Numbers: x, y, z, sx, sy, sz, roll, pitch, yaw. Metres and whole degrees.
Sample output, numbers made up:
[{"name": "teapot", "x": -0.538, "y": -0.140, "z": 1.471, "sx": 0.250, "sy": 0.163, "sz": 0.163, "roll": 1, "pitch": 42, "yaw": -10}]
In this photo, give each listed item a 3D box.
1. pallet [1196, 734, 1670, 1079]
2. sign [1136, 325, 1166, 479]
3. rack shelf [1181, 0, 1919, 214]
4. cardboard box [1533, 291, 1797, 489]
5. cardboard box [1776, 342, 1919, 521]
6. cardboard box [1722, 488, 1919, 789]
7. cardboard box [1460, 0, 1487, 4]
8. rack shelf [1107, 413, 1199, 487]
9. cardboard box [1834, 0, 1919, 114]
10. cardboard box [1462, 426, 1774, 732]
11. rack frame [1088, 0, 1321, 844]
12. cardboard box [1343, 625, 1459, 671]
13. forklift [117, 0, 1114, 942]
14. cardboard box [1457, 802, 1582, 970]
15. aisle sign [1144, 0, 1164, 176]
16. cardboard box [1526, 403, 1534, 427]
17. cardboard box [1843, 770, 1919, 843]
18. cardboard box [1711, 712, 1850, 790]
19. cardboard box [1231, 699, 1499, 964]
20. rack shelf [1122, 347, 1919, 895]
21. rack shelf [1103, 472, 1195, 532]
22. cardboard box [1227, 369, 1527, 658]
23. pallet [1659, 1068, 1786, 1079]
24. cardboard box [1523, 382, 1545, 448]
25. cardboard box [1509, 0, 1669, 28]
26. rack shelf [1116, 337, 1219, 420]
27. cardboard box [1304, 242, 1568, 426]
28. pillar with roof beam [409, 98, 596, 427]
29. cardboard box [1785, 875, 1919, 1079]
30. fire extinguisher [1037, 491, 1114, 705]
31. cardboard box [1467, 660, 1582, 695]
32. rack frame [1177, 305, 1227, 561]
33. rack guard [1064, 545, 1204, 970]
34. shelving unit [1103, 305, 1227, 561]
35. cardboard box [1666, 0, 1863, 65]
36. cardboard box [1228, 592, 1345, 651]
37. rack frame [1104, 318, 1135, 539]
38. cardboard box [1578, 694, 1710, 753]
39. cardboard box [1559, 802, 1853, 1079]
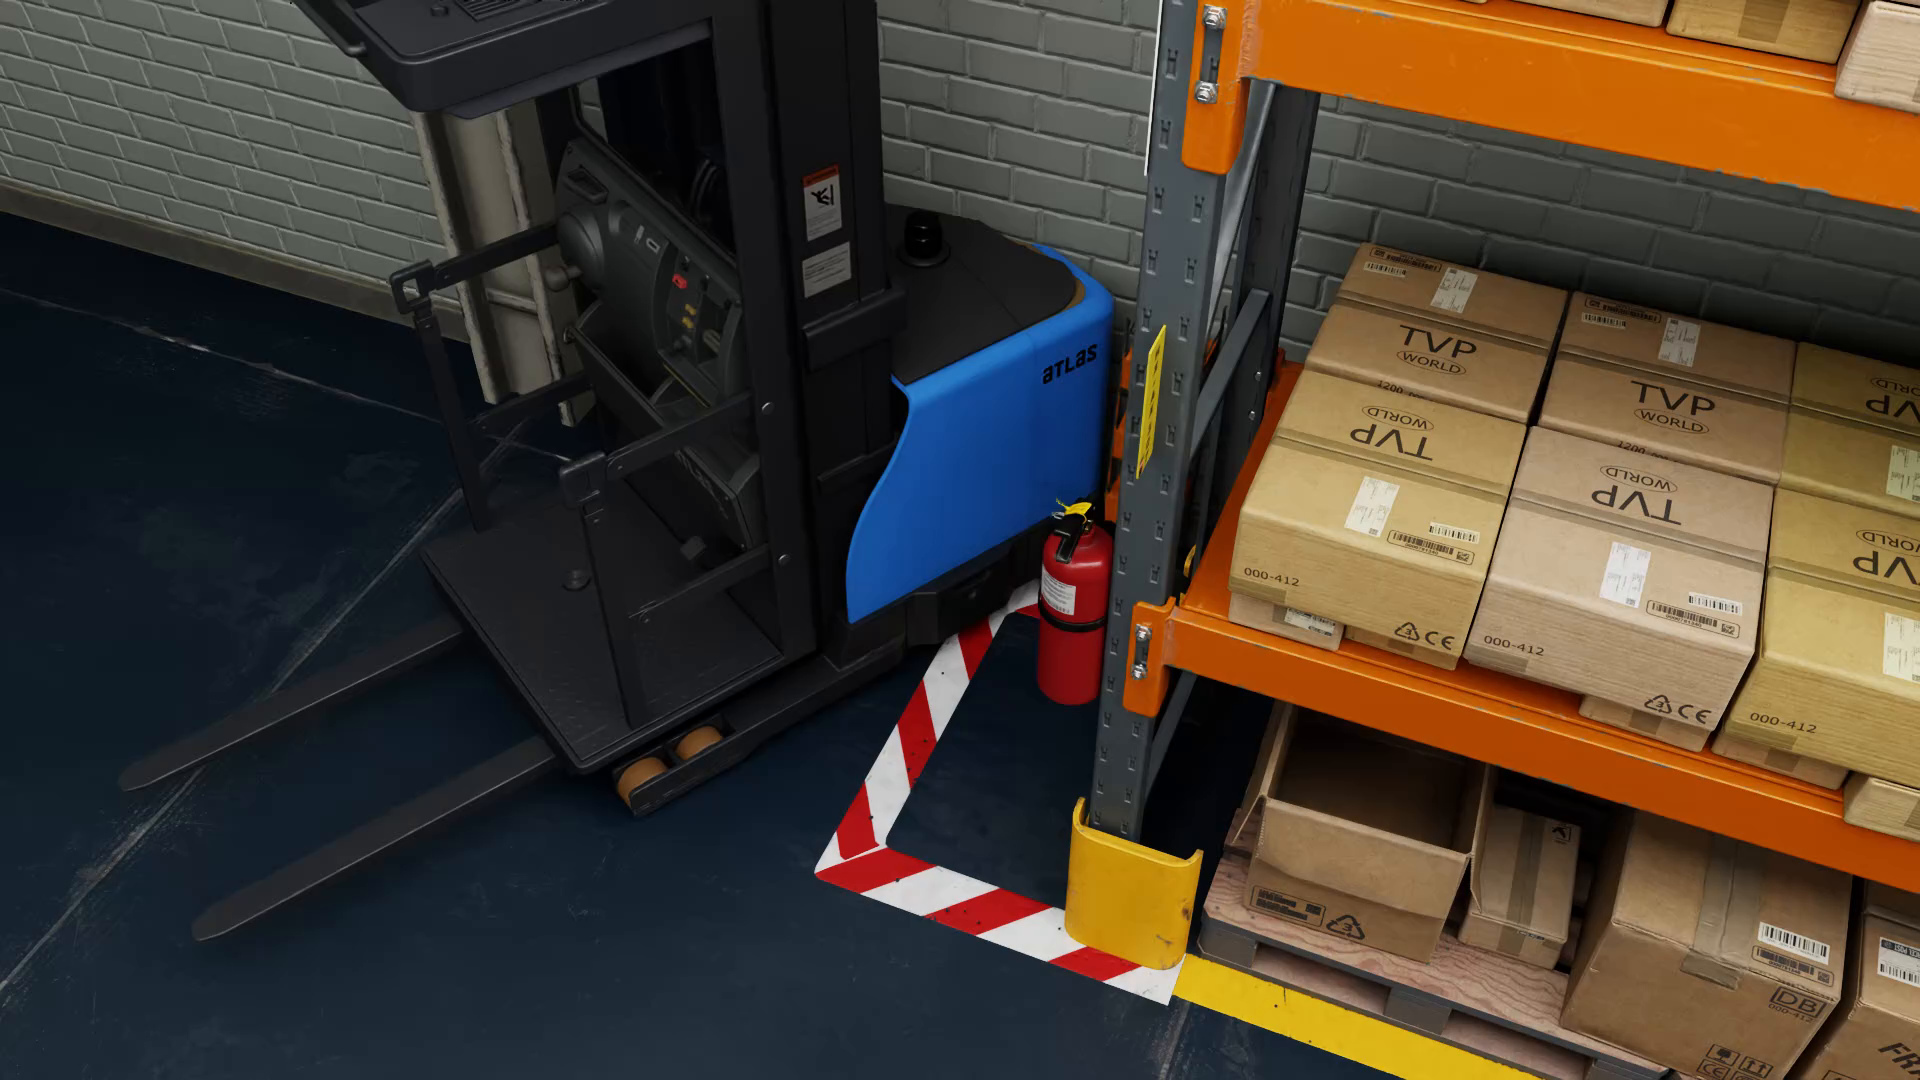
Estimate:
[{"name": "pallet", "x": 1.392, "y": 0.909, "z": 4.687, "sx": 1.213, "sy": 0.211, "sz": 1.003, "roll": 16, "pitch": 47, "yaw": 16}, {"name": "sign", "x": 0.377, "y": -0.269, "z": 3.280, "sx": 0.005, "sy": 0.325, "sz": 0.100, "roll": 16, "pitch": 47, "yaw": 16}, {"name": "rack shelf", "x": 2.432, "y": -0.581, "z": 2.591, "sx": 4.000, "sy": 0.370, "sz": 1.077, "roll": 16, "pitch": 47, "yaw": 16}, {"name": "cardboard box", "x": 1.588, "y": -0.275, "z": 3.795, "sx": 0.500, "sy": 0.250, "sz": 0.500, "roll": 17, "pitch": 47, "yaw": 16}, {"name": "cardboard box", "x": 2.043, "y": -0.137, "z": 3.657, "sx": 0.500, "sy": 0.250, "sz": 0.500, "roll": 18, "pitch": 48, "yaw": 17}, {"name": "cardboard box", "x": 1.835, "y": 0.203, "z": 3.315, "sx": 0.500, "sy": 0.250, "sz": 0.500, "roll": 16, "pitch": 47, "yaw": 15}, {"name": "cardboard box", "x": 0.791, "y": -1.052, "z": 2.732, "sx": 0.250, "sy": 0.149, "sz": 0.380, "roll": 17, "pitch": 47, "yaw": 17}, {"name": "rack shelf", "x": 0.629, "y": -0.294, "z": 5.310, "sx": 0.240, "sy": 0.259, "sz": 0.215, "roll": 18, "pitch": 47, "yaw": 15}, {"name": "cardboard box", "x": 1.463, "y": -0.782, "z": 2.461, "sx": 0.250, "sy": 0.149, "sz": 0.380, "roll": 17, "pitch": 47, "yaw": 17}, {"name": "cardboard box", "x": 1.366, "y": 0.067, "z": 3.451, "sx": 0.500, "sy": 0.250, "sz": 0.500, "roll": 17, "pitch": 47, "yaw": 16}, {"name": "rack frame", "x": 0.586, "y": -0.316, "z": 3.941, "sx": 0.127, "sy": 3.000, "sz": 1.000, "roll": 16, "pitch": 47, "yaw": 16}, {"name": "cardboard box", "x": 1.036, "y": 0.080, "z": 3.721, "sx": 0.250, "sy": 0.149, "sz": 0.380, "roll": 17, "pitch": 47, "yaw": 17}, {"name": "forklift", "x": -1.002, "y": -0.656, "z": 4.332, "sx": 3.031, "sy": 2.935, "sz": 1.130, "roll": -28, "pitch": 51, "yaw": -25}, {"name": "cardboard box", "x": 1.491, "y": 0.915, "z": 4.428, "sx": 0.250, "sy": 0.149, "sz": 0.380, "roll": 15, "pitch": 47, "yaw": 14}, {"name": "aisle sign", "x": 0.410, "y": -1.065, "z": 2.850, "sx": 0.004, "sy": 0.787, "sz": 0.394, "roll": 16, "pitch": 47, "yaw": 16}, {"name": "cardboard box", "x": 1.206, "y": -0.202, "z": 4.005, "sx": 0.250, "sy": 0.149, "sz": 0.380, "roll": 18, "pitch": 48, "yaw": 17}, {"name": "cardboard box", "x": 1.954, "y": 0.423, "z": 3.376, "sx": 0.250, "sy": 0.149, "sz": 0.380, "roll": 15, "pitch": 47, "yaw": 15}, {"name": "cardboard box", "x": 1.749, "y": 0.306, "z": 3.494, "sx": 0.250, "sy": 0.149, "sz": 0.380, "roll": 17, "pitch": 47, "yaw": 16}, {"name": "cardboard box", "x": 1.114, "y": 0.648, "z": 4.444, "sx": 0.637, "sy": 0.503, "sz": 0.797, "roll": 15, "pitch": 47, "yaw": 14}, {"name": "rack shelf", "x": 2.432, "y": 0.482, "z": 3.649, "sx": 4.000, "sy": 0.370, "sz": 1.077, "roll": 16, "pitch": 47, "yaw": 16}, {"name": "rack shelf", "x": 0.621, "y": -0.097, "z": 5.506, "sx": 0.240, "sy": 0.259, "sz": 0.215, "roll": 18, "pitch": 47, "yaw": 15}, {"name": "cardboard box", "x": 0.901, "y": -0.069, "z": 3.588, "sx": 0.500, "sy": 0.250, "sz": 0.500, "roll": 17, "pitch": 47, "yaw": 16}, {"name": "pallet", "x": 2.514, "y": 1.242, "z": 4.353, "sx": 1.213, "sy": 0.211, "sz": 1.003, "roll": 16, "pitch": 47, "yaw": 16}, {"name": "cardboard box", "x": 1.483, "y": -0.186, "z": 3.989, "sx": 0.250, "sy": 0.149, "sz": 0.380, "roll": 15, "pitch": 47, "yaw": 15}, {"name": "cardboard box", "x": 1.043, "y": -0.998, "z": 2.678, "sx": 0.250, "sy": 0.149, "sz": 0.380, "roll": 17, "pitch": 47, "yaw": 17}, {"name": "rack shelf", "x": 0.637, "y": -0.495, "z": 5.110, "sx": 0.240, "sy": 0.259, "sz": 0.215, "roll": 18, "pitch": 47, "yaw": 15}, {"name": "cardboard box", "x": 1.113, "y": -0.416, "z": 3.937, "sx": 0.500, "sy": 0.250, "sz": 0.500, "roll": 18, "pitch": 48, "yaw": 17}, {"name": "pillar with roof beam", "x": -3.213, "y": -0.959, "z": 0.334, "sx": 0.400, "sy": 9.000, "sz": 9.100, "roll": 16, "pitch": 47, "yaw": 16}, {"name": "cardboard box", "x": 2.337, "y": 1.115, "z": 3.977, "sx": 0.500, "sy": 0.500, "sz": 0.500, "roll": 17, "pitch": 47, "yaw": 17}, {"name": "fire extinguisher", "x": 0.272, "y": 0.105, "z": 3.837, "sx": 0.183, "sy": 0.674, "sz": 0.296, "roll": 16, "pitch": 47, "yaw": 16}, {"name": "cardboard box", "x": 1.292, "y": 0.129, "z": 3.672, "sx": 0.250, "sy": 0.149, "sz": 0.380, "roll": 16, "pitch": 47, "yaw": 15}, {"name": "rack frame", "x": 0.741, "y": -0.265, "z": 5.270, "sx": 0.008, "sy": 1.050, "sz": 0.200, "roll": 18, "pitch": 47, "yaw": 15}, {"name": "rack guard", "x": 0.656, "y": 0.591, "z": 4.802, "sx": 0.348, "sy": 0.500, "sz": 1.175, "roll": 16, "pitch": 47, "yaw": 16}, {"name": "shelving unit", "x": 0.629, "y": -0.302, "z": 5.302, "sx": 0.252, "sy": 1.050, "sz": 0.215, "roll": 18, "pitch": 47, "yaw": 15}, {"name": "cardboard box", "x": 1.273, "y": -0.917, "z": 2.597, "sx": 0.250, "sy": 0.149, "sz": 0.380, "roll": 17, "pitch": 47, "yaw": 16}, {"name": "cardboard box", "x": 0.784, "y": 0.041, "z": 3.760, "sx": 0.250, "sy": 0.149, "sz": 0.380, "roll": 16, "pitch": 47, "yaw": 16}, {"name": "rack frame", "x": 0.518, "y": -0.338, "z": 5.335, "sx": 0.008, "sy": 1.050, "sz": 0.200, "roll": 18, "pitch": 47, "yaw": 15}, {"name": "cardboard box", "x": 1.502, "y": 0.237, "z": 3.563, "sx": 0.250, "sy": 0.149, "sz": 0.380, "roll": 18, "pitch": 48, "yaw": 17}, {"name": "cardboard box", "x": 1.888, "y": 0.907, "z": 4.186, "sx": 0.500, "sy": 0.500, "sz": 0.700, "roll": 18, "pitch": 48, "yaw": 17}]
